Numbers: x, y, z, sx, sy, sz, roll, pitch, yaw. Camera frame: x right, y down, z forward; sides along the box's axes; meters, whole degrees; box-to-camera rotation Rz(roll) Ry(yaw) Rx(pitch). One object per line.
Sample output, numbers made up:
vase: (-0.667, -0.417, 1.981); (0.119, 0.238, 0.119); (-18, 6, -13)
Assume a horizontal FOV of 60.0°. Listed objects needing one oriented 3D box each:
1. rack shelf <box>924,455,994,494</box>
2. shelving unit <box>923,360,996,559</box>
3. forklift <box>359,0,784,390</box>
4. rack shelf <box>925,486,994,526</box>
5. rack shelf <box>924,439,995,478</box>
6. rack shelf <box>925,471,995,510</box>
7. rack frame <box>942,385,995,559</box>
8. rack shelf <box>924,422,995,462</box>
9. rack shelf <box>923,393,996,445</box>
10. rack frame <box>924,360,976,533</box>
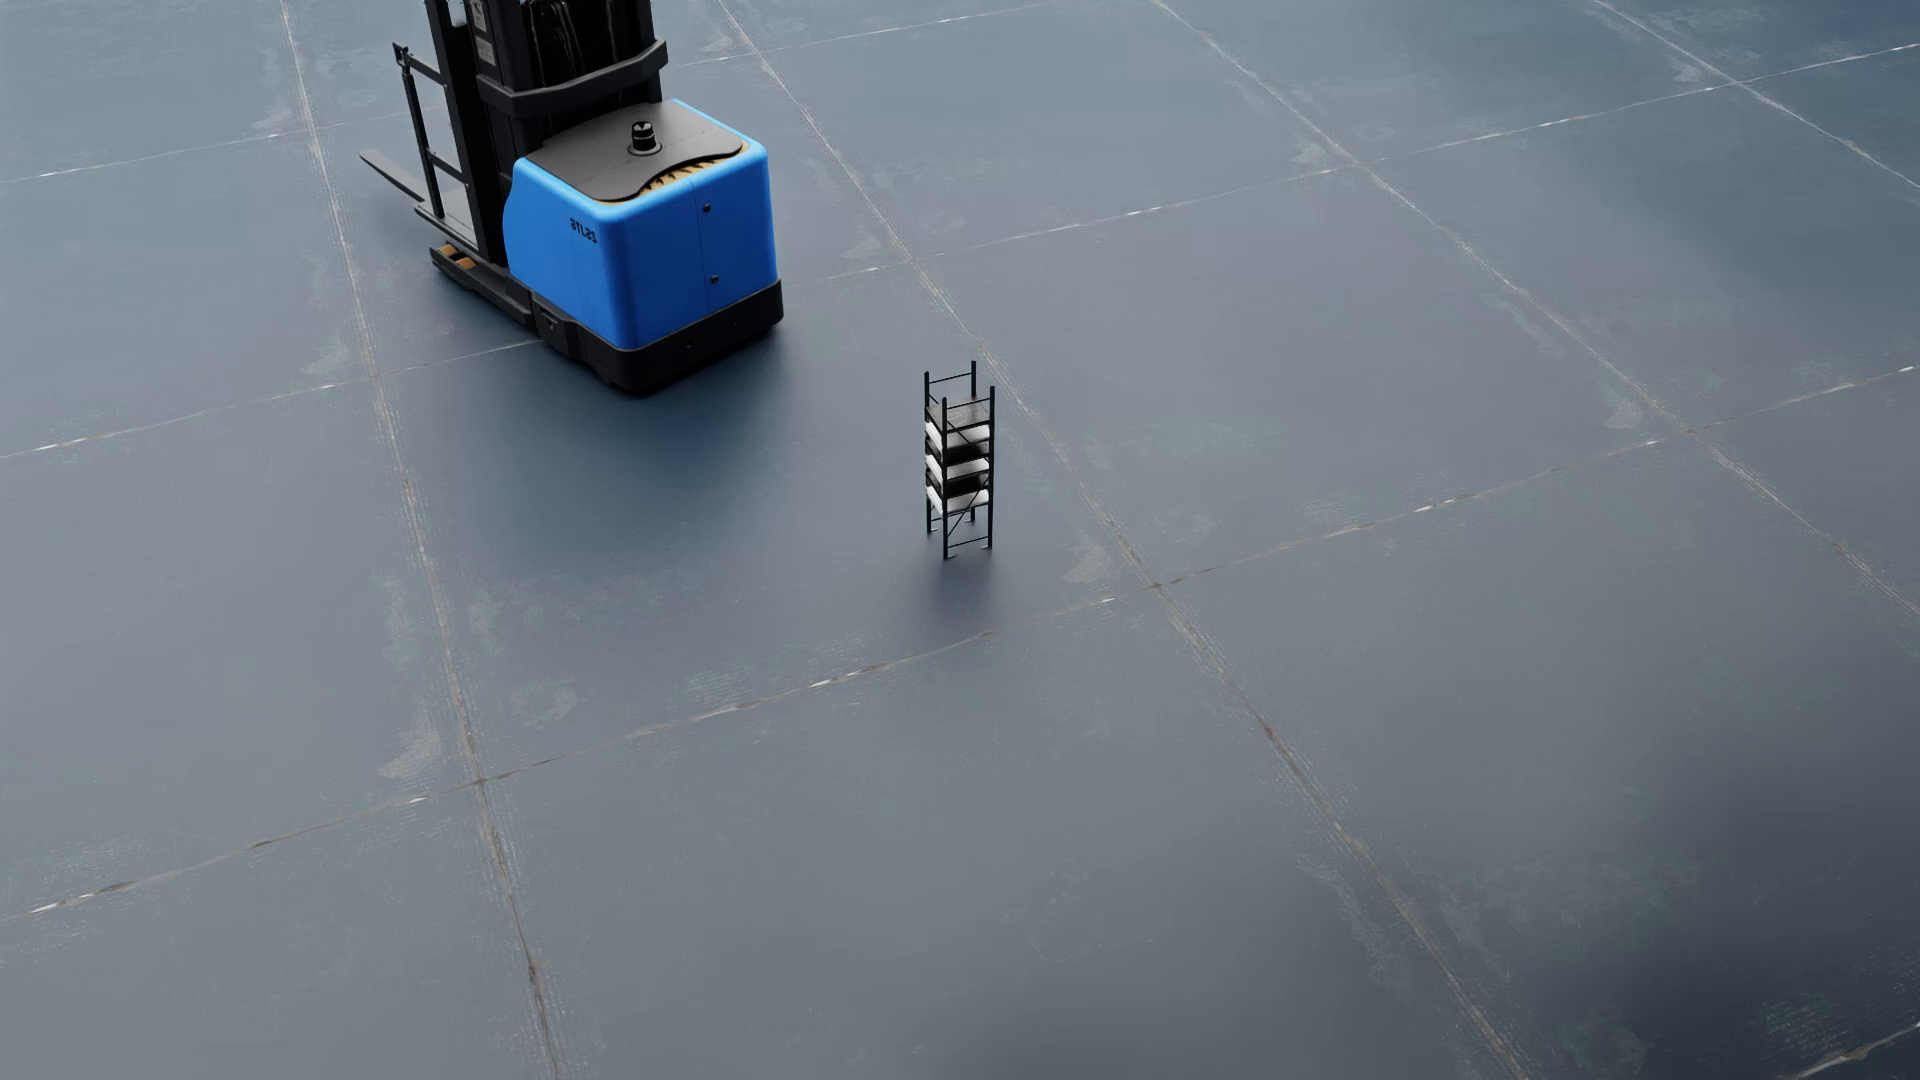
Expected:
rack shelf: (-0.003, -0.321, 7.403); (0.258, 0.077, 0.200); (-15, 43, -17)
shelving unit: (-0.003, -0.346, 7.381); (0.258, 0.900, 0.210); (-15, 43, -17)
forklift: (-2.340, -2.732, 8.598); (1.130, 2.935, 3.031); (-33, 50, -32)
rack shelf: (-0.003, -0.184, 7.520); (0.258, 0.077, 0.200); (-15, 43, -17)
rack shelf: (-0.003, -0.389, 7.344); (0.258, 0.077, 0.200); (-15, 43, -17)
rack shelf: (-0.003, -0.253, 7.461); (0.258, 0.077, 0.200); (-15, 43, -17)
rack frame: (0.036, -0.285, 7.310); (0.240, 0.900, 0.006); (-15, 43, -17)
rack shelf: (-0.003, -0.457, 7.285); (0.258, 0.077, 0.200); (-15, 43, -17)
rack shelf: (-0.003, -0.526, 7.227); (0.258, 0.077, 0.200); (-15, 43, -17)
rack frame: (-0.042, -0.407, 7.452); (0.240, 0.900, 0.006); (-15, 43, -17)
